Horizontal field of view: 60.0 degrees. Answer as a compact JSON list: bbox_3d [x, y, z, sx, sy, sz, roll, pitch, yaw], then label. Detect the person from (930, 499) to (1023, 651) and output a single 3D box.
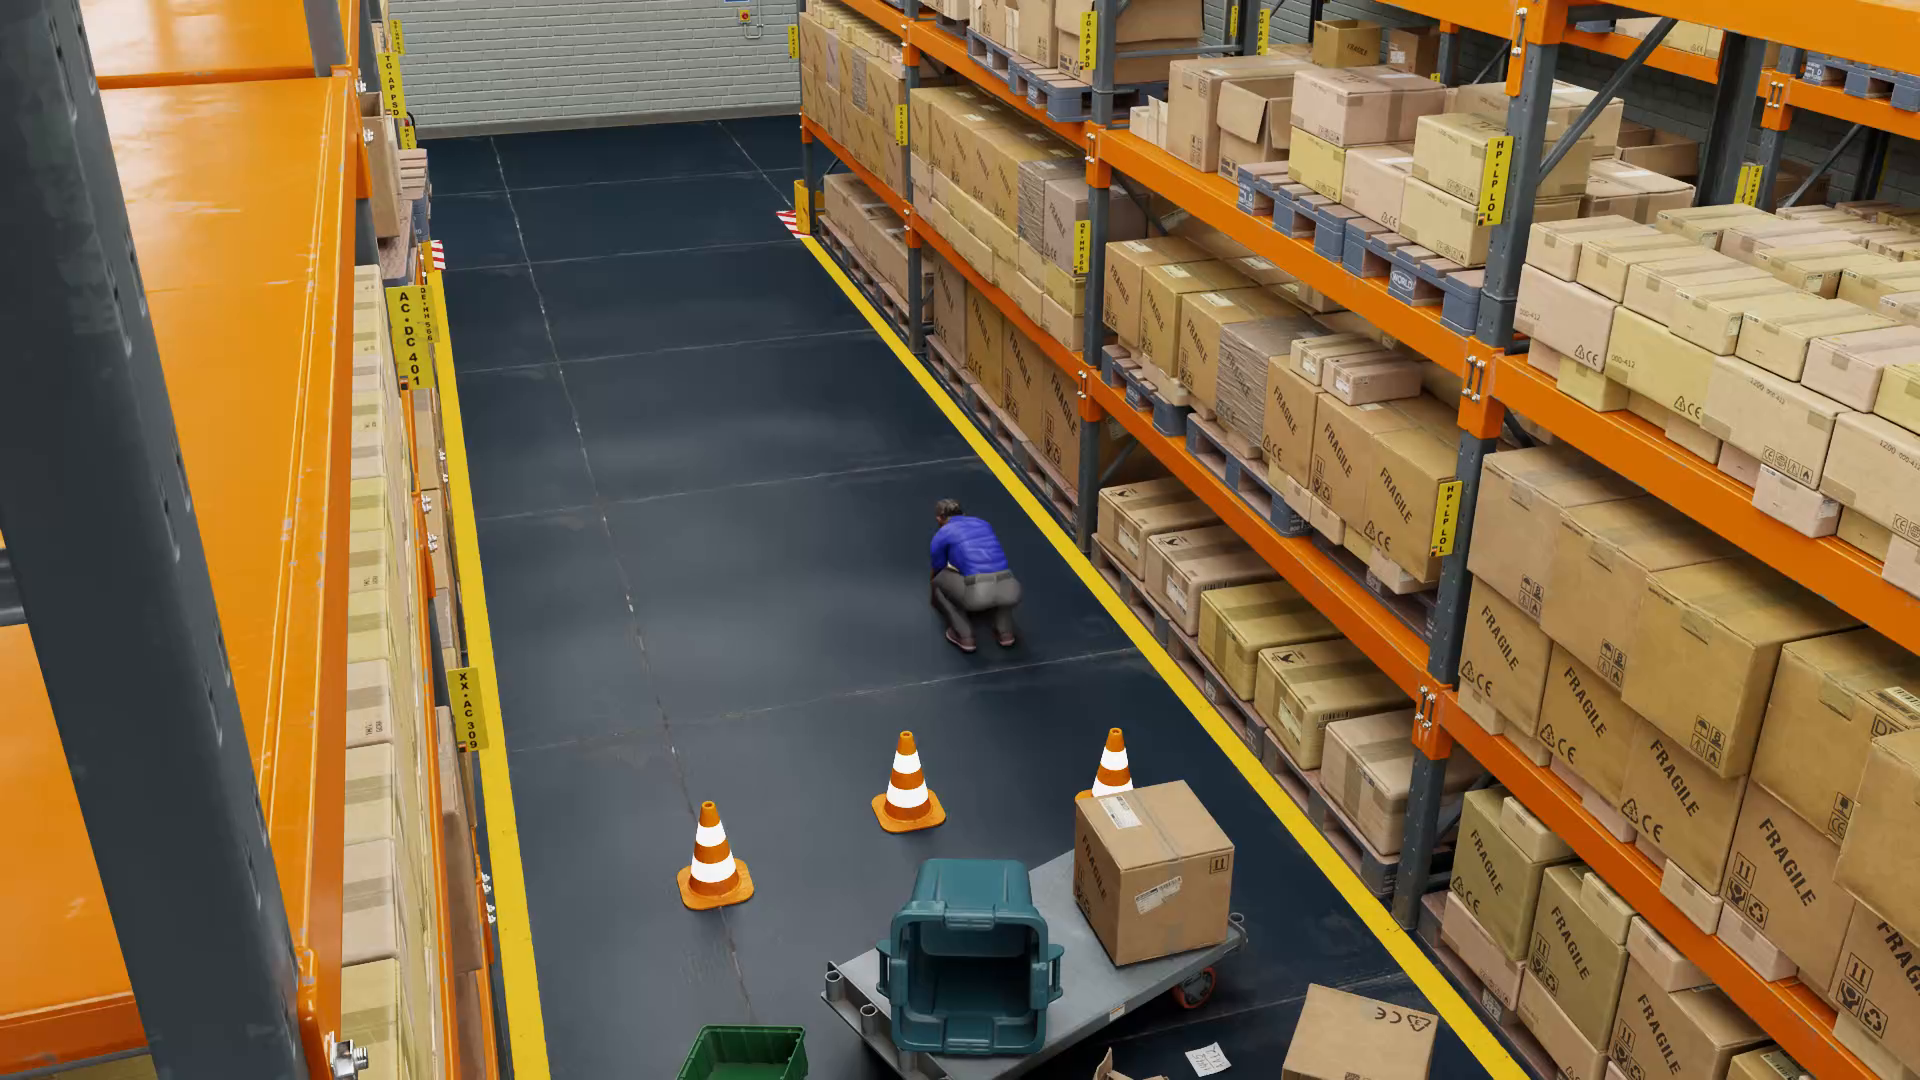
[{"bbox_3d":[0.073,0.230,10.000,0.472,0.807,0.844,-9,28,-17],"label":"person"}]
